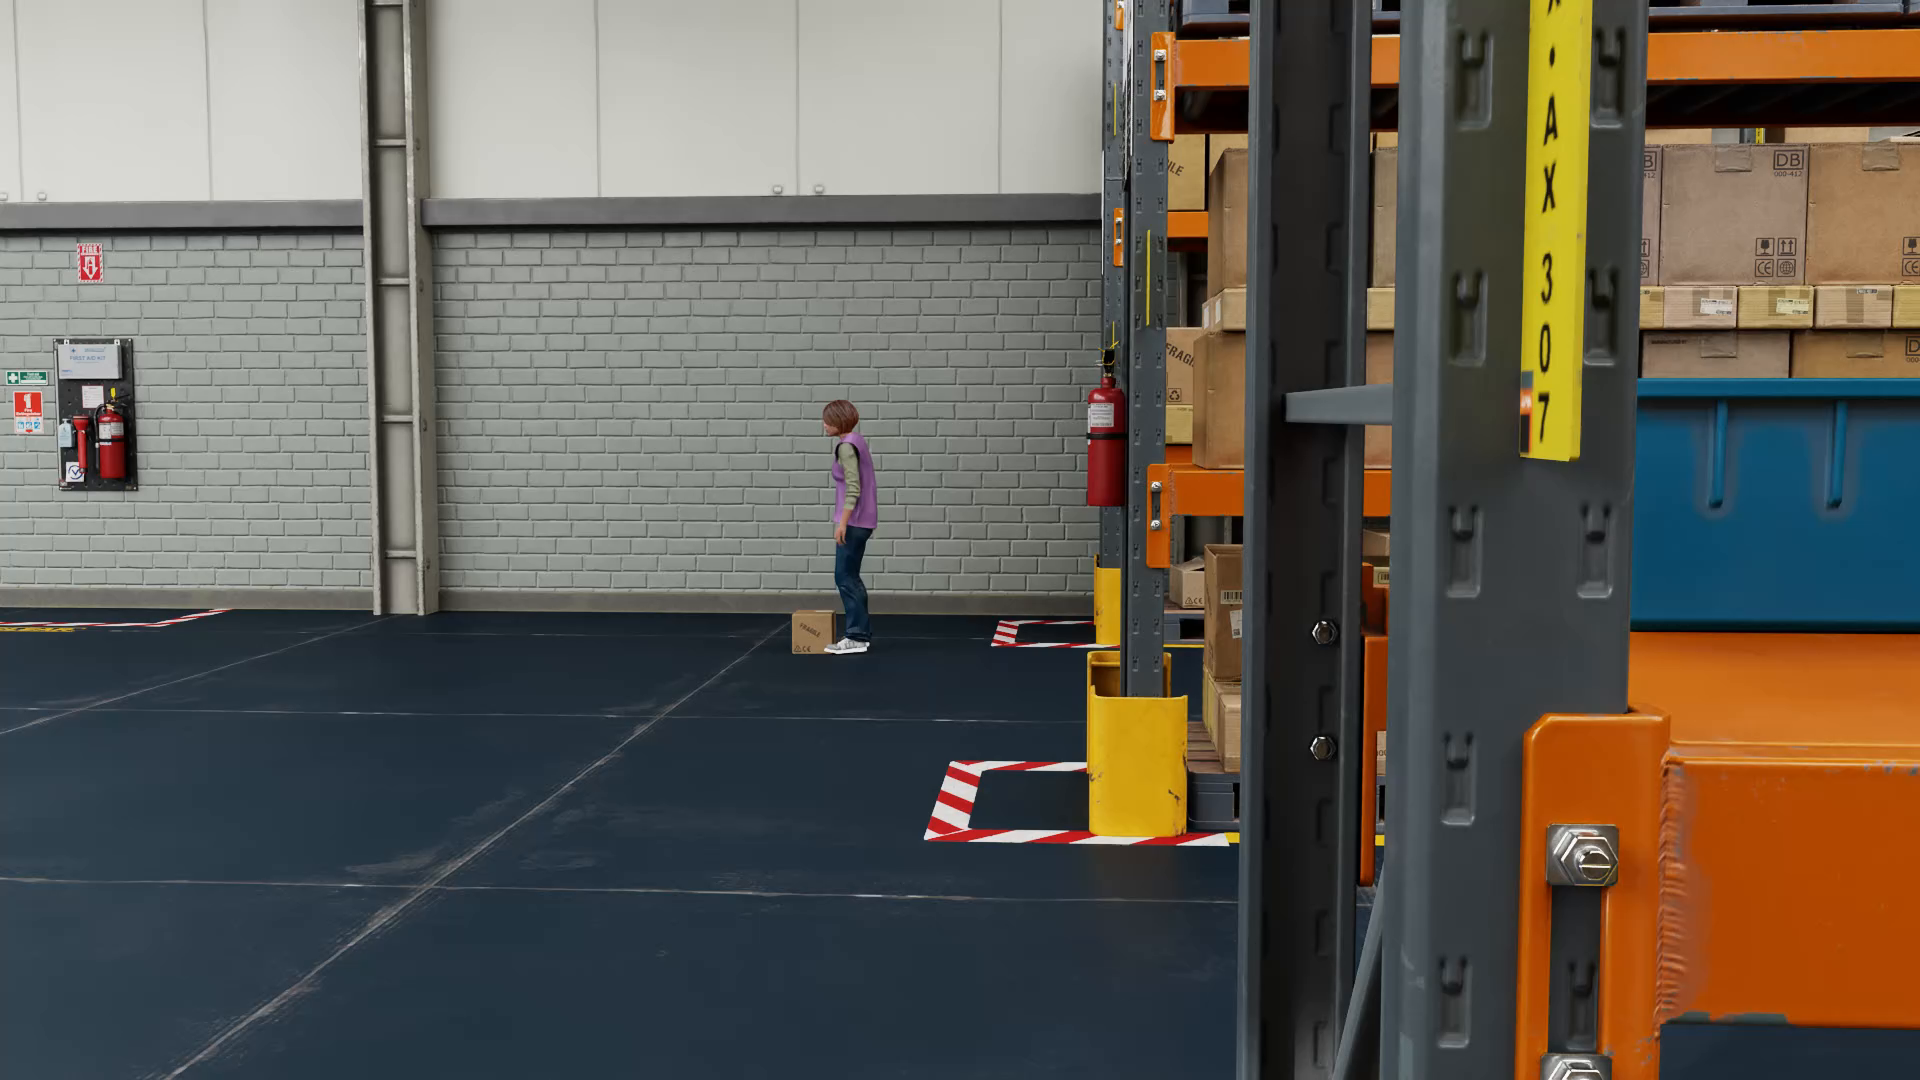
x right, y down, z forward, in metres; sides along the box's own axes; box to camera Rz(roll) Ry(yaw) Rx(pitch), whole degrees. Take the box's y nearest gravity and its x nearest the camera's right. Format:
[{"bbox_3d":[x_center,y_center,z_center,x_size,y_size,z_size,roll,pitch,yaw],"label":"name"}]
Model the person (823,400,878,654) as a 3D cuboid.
[{"bbox_3d":[-0.689,-0.086,10.500,0.340,1.594,0.483,0,4,1],"label":"person"}]
